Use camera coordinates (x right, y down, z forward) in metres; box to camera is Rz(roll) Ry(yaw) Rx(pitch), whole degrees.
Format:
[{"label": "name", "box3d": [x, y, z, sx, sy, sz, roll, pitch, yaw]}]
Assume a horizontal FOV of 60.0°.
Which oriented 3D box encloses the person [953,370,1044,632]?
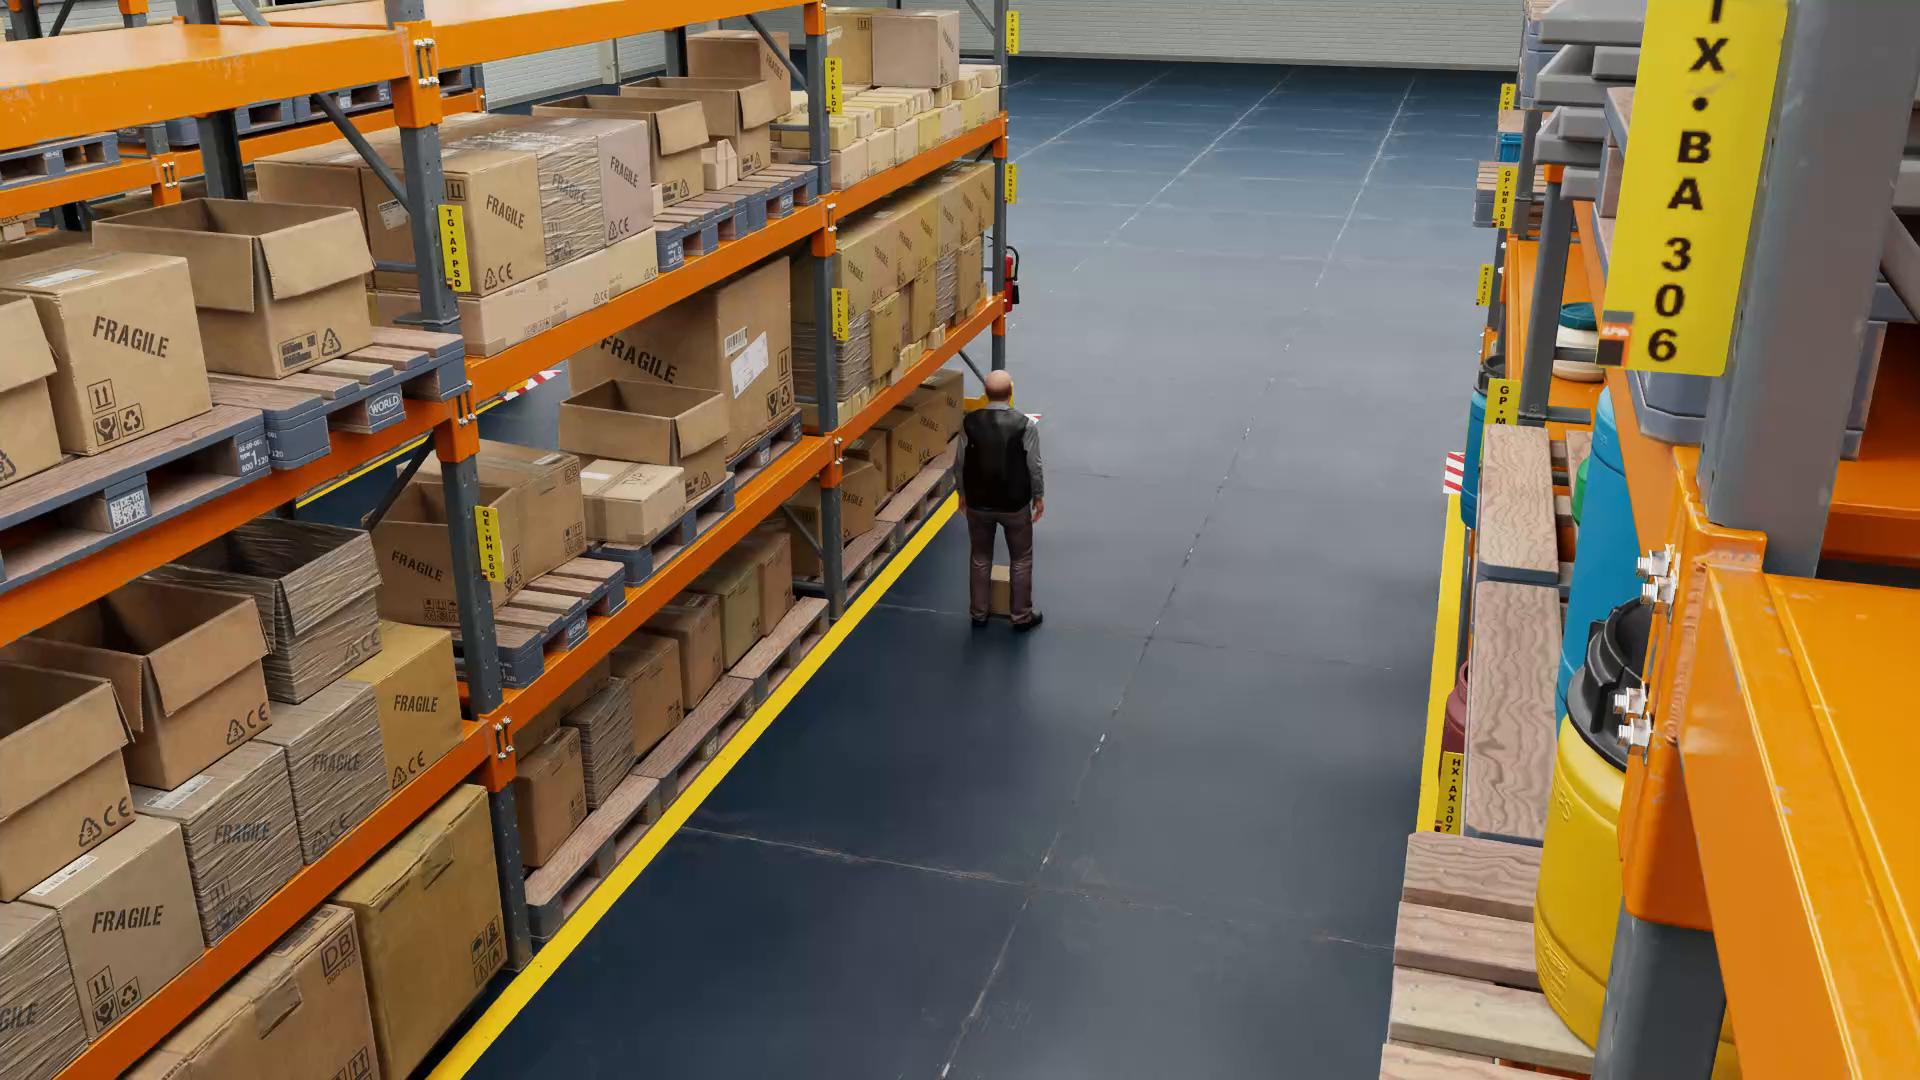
[{"label": "person", "box3d": [0.248, -0.239, 10.719, 0.583, 1.719, 0.424, 5, 22, 13]}]
